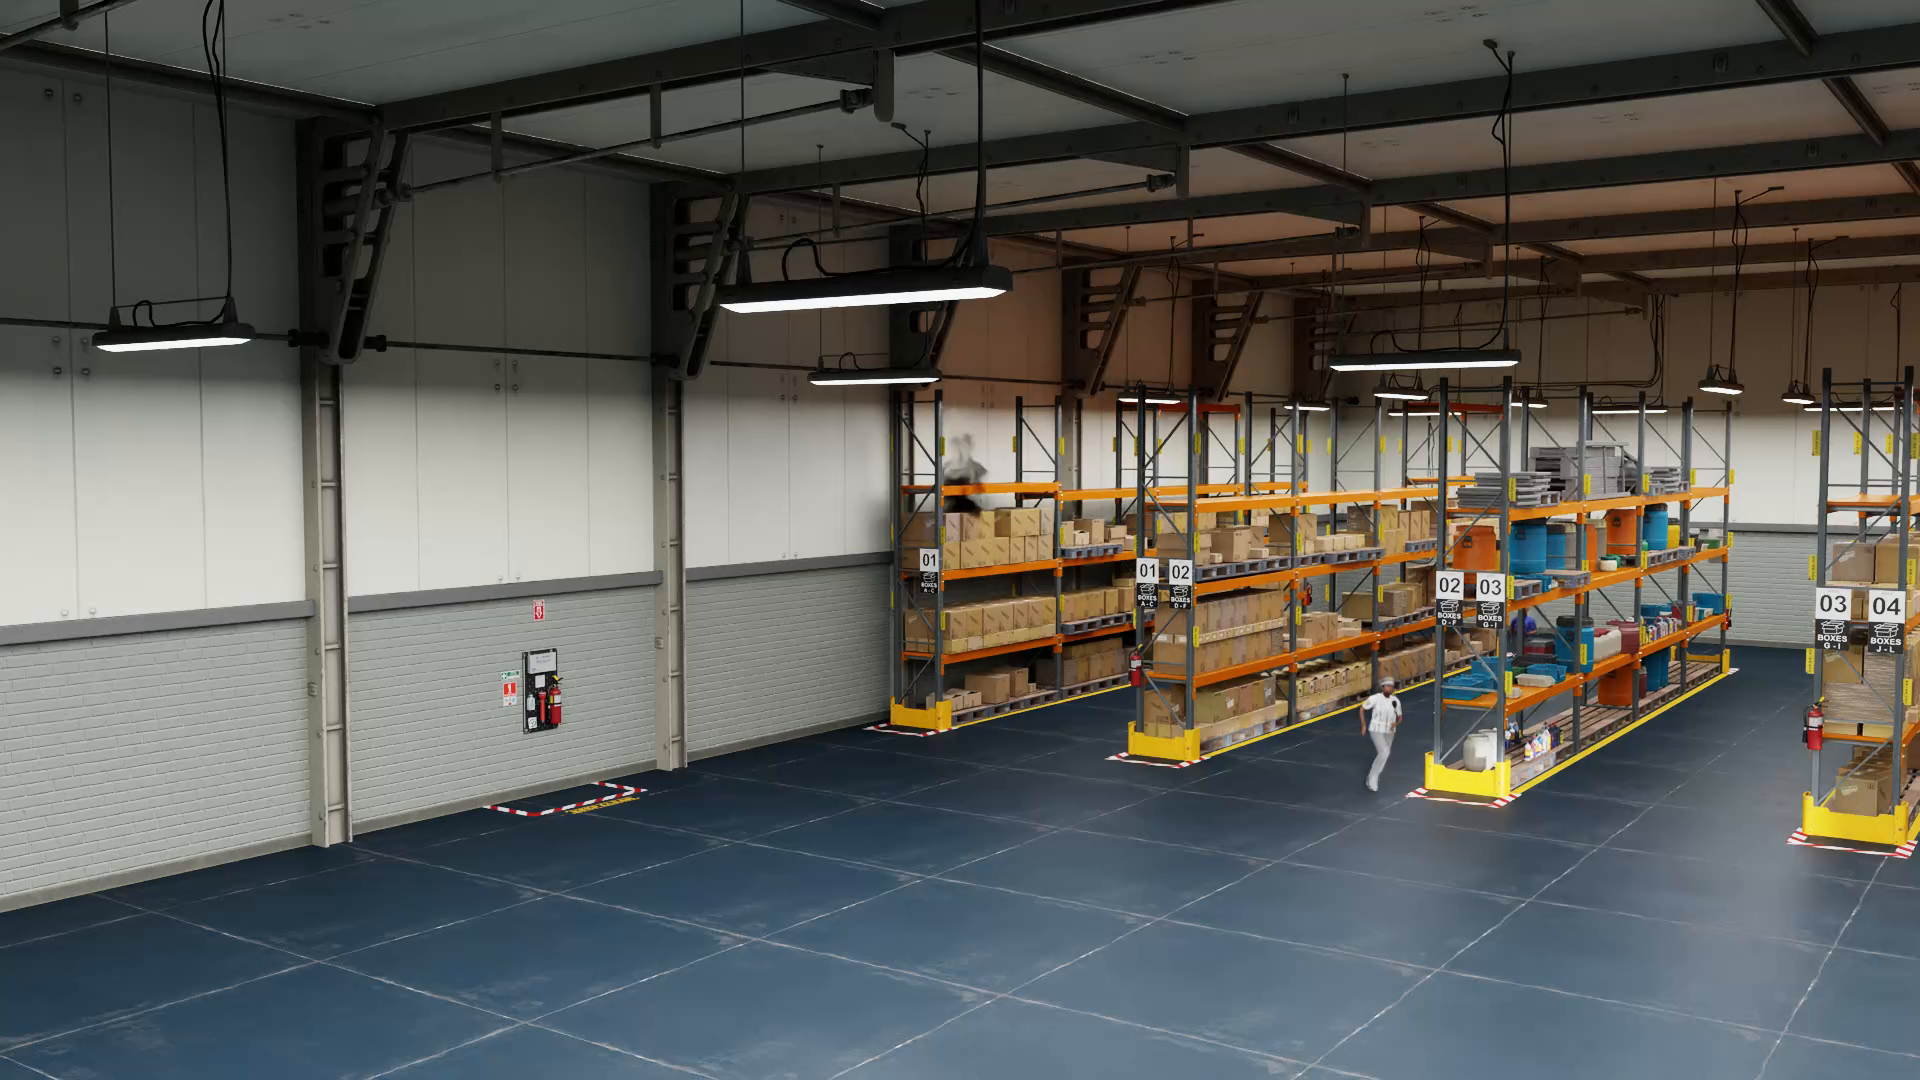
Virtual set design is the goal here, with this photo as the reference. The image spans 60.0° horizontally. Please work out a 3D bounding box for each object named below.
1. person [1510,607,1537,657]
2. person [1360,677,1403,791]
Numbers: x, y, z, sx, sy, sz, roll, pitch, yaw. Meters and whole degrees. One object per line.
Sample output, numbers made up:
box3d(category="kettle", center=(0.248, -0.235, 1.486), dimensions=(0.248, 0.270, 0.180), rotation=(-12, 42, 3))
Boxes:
box3d(category="person", center=(11.921, 2.194, 35.204), dimensions=(0.578, 1.621, 0.846), rotation=(2, 4, 25))
box3d(category="person", center=(6.158, 2.804, 24.134), dimensions=(0.566, 1.650, 0.604), rotation=(-1, 3, -11))
